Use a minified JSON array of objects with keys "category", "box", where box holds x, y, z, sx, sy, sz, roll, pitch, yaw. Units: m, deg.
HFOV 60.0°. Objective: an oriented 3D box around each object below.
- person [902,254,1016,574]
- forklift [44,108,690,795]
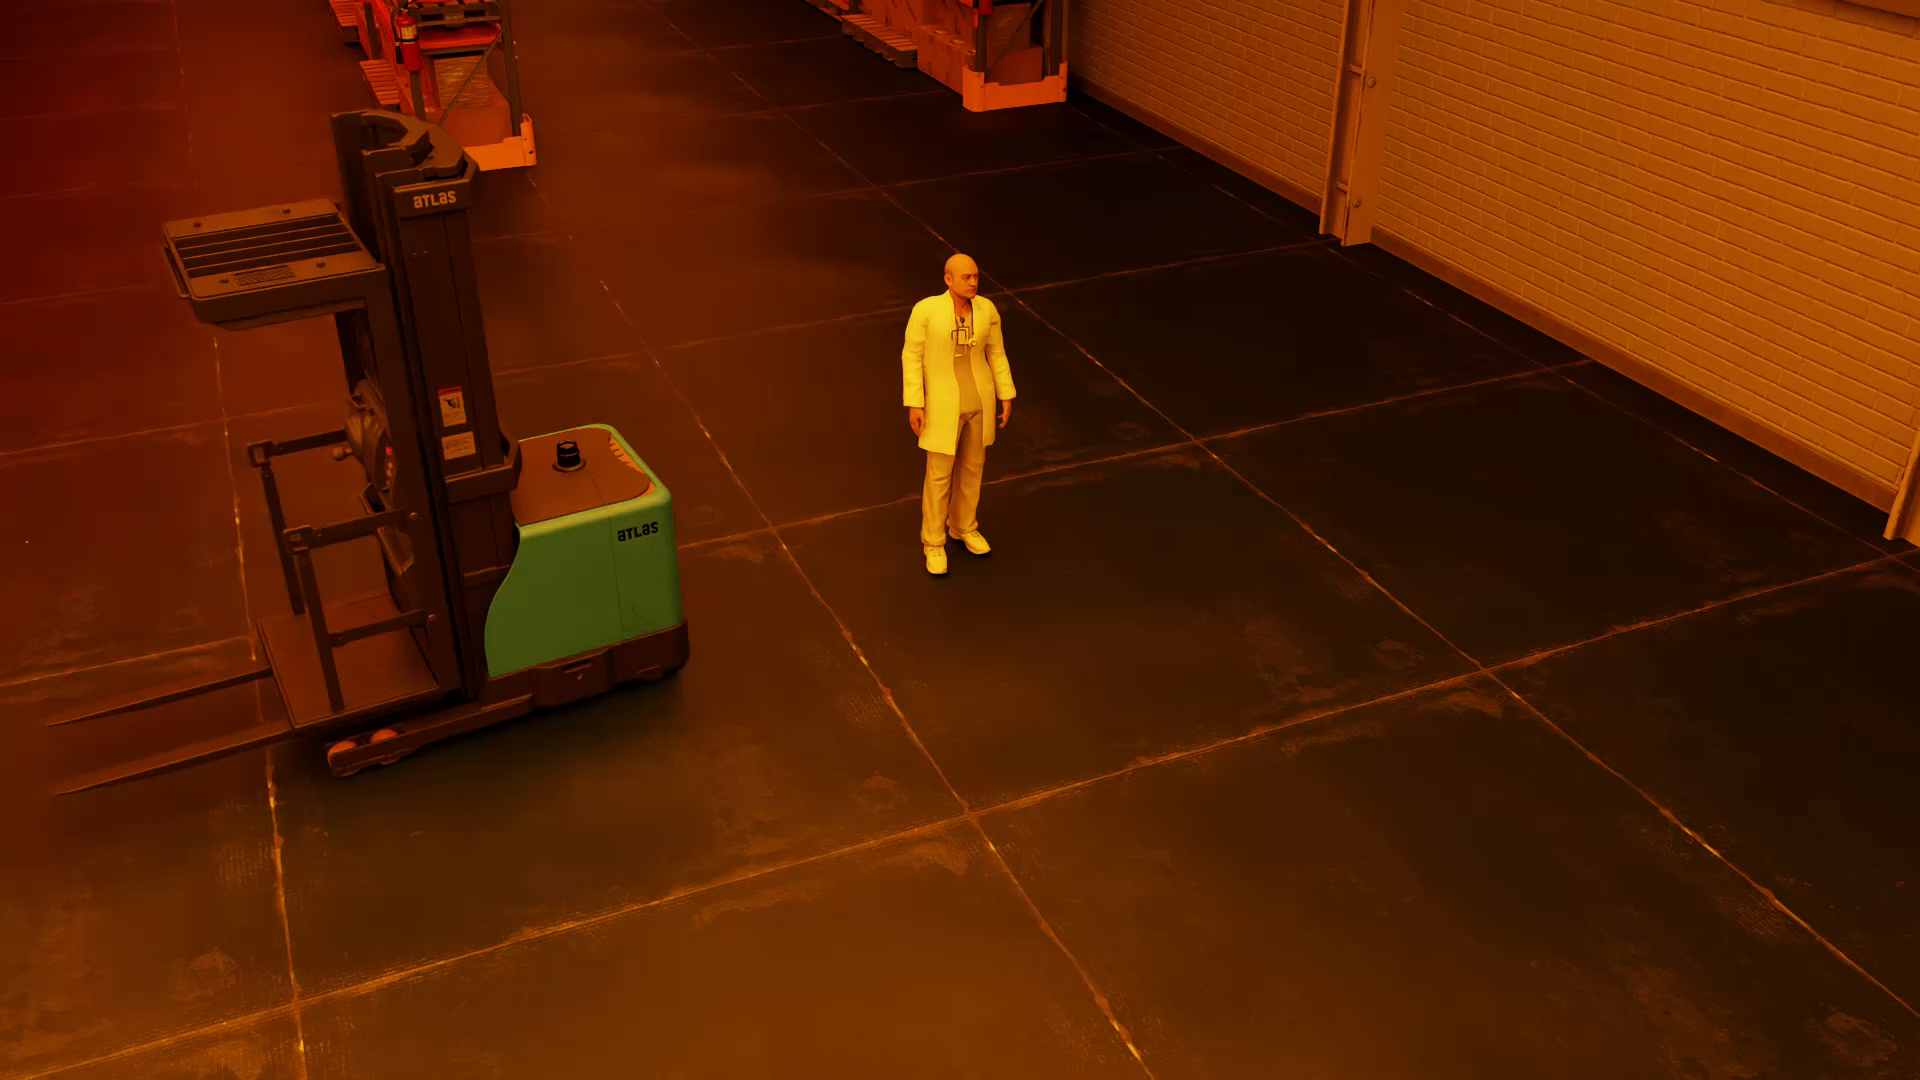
[{"category":"person","box":[0.032,-0.736,9.554,0.696,1.776,0.581,-12,32,-20]},{"category":"forklift","box":[-2.976,-0.428,7.868,3.031,2.935,1.130,-16,33,-25]}]
